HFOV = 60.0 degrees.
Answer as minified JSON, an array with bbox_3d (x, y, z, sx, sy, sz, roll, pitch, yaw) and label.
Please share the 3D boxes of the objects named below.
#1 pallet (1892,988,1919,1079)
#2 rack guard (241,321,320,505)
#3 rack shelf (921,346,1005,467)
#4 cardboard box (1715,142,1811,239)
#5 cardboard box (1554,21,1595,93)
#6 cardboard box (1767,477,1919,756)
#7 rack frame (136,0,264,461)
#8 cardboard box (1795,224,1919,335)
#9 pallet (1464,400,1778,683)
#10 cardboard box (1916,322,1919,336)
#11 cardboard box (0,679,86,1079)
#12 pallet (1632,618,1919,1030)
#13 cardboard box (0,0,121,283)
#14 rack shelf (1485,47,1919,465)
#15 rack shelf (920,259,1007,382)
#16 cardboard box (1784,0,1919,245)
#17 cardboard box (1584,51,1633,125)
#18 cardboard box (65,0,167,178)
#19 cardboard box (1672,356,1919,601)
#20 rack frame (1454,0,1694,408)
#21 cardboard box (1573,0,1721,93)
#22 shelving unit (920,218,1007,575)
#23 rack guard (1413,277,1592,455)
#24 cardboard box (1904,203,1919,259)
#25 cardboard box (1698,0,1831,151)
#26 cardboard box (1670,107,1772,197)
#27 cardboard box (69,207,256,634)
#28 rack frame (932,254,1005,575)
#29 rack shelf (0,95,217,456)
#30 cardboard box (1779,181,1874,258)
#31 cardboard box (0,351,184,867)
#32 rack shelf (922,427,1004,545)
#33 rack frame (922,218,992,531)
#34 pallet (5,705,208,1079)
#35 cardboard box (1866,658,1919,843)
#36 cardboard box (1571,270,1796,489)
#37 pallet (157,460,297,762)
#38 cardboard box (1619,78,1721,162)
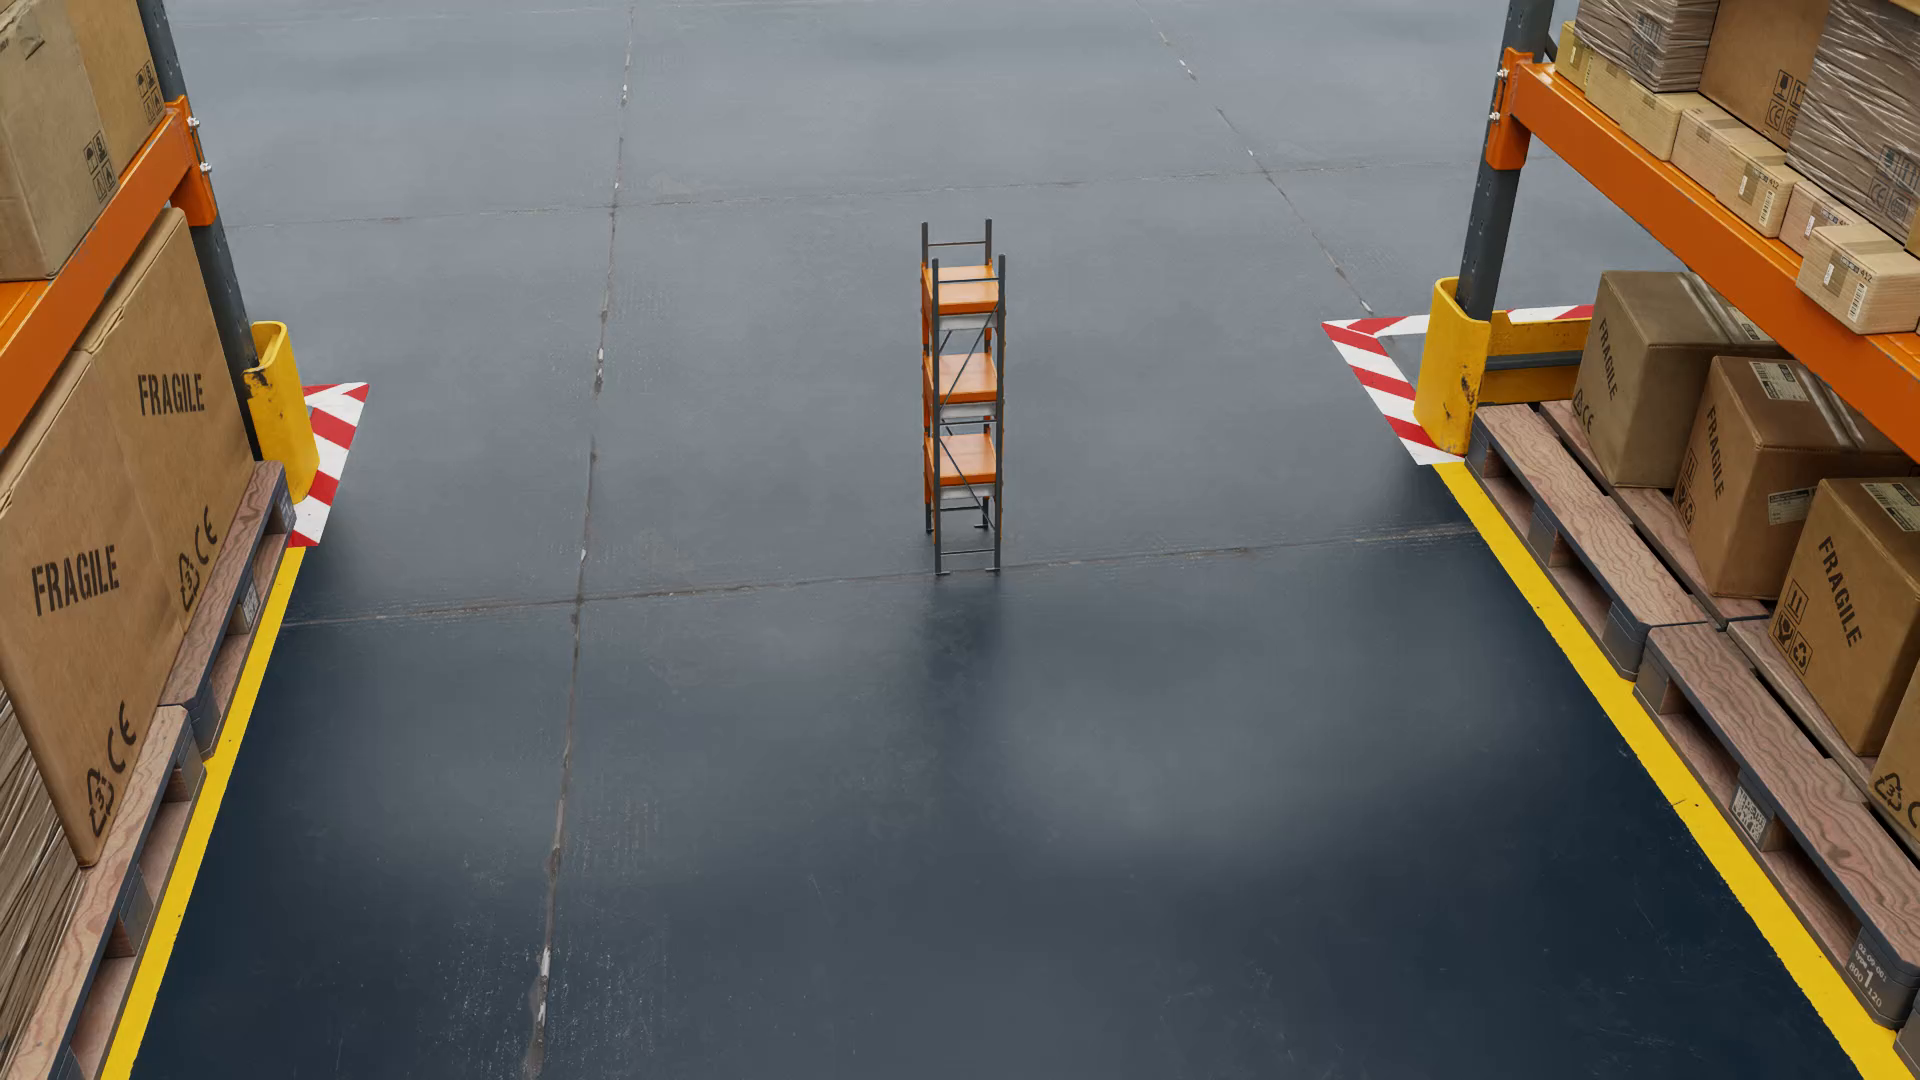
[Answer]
[{"bbox_3d":[2.607,1.304,3.149,1.003,0.211,1.213,-4,35,-6],"label":"pallet"},{"bbox_3d":[-2.738,-0.369,5.348,1.175,0.500,0.348,-4,35,-6],"label":"rack guard"},{"bbox_3d":[0.007,-0.395,4.916,0.215,0.259,0.240,-4,35,-6],"label":"rack shelf"},{"bbox_3d":[2.110,-0.868,4.083,0.380,0.149,0.250,-4,35,-6],"label":"cardboard box"},{"bbox_3d":[1.996,-1.427,4.904,0.380,0.149,0.250,-4,35,-6],"label":"cardboard box"},{"bbox_3d":[2.441,0.183,4.165,0.500,0.500,0.500,-1,34,-2],"label":"cardboard box"},{"bbox_3d":[-2.735,-1.389,4.624,1.000,3.000,0.127,-4,35,-6],"label":"rack frame"},{"bbox_3d":[2.102,-0.583,3.665,0.380,0.149,0.250,-4,35,-6],"label":"cardboard box"},{"bbox_3d":[2.278,-0.057,5.147,1.003,0.211,1.213,-4,35,-6],"label":"pallet"},{"bbox_3d":[2.267,-0.453,3.475,0.380,0.149,0.250,-4,35,-6],"label":"cardboard box"},{"bbox_3d":[-2.337,0.689,3.090,0.875,0.875,0.875,-4,34,-6],"label":"cardboard box"},{"bbox_3d":[2.439,0.622,4.150,1.003,0.211,1.213,-4,35,-6],"label":"pallet"},{"bbox_3d":[-2.544,-0.942,3.835,0.875,0.550,0.550,-4,35,-6],"label":"cardboard box"},{"bbox_3d":[2.463,-0.295,3.658,1.077,0.370,4.000,-4,35,-6],"label":"rack shelf"},{"bbox_3d":[0.007,-0.630,4.757,0.215,0.259,0.240,-4,35,-6],"label":"rack shelf"},{"bbox_3d":[2.451,-1.011,3.717,0.875,0.500,0.500,-4,35,-6],"label":"cardboard box"},{"bbox_3d":[2.011,-1.286,4.697,0.380,0.149,0.250,-4,35,-6],"label":"cardboard box"},{"bbox_3d":[-2.640,-1.247,4.283,0.875,0.550,0.550,-4,35,-6],"label":"cardboard box"},{"bbox_3d":[2.376,-0.168,4.680,0.500,0.500,0.500,4,35,6],"label":"cardboard box"},{"bbox_3d":[2.194,-1.708,5.093,1.000,3.000,0.127,-4,35,-6],"label":"rack frame"},{"bbox_3d":[2.241,-1.563,4.528,0.875,0.500,0.500,-4,35,-6],"label":"cardboard box"},{"bbox_3d":[0.007,-0.404,4.911,0.215,1.050,0.252,-4,35,-6],"label":"shelving unit"},{"bbox_3d":[2.204,-0.633,5.735,1.175,0.500,0.348,-4,35,-6],"label":"rack guard"},{"bbox_3d":[2.507,-0.731,3.307,0.875,0.500,0.500,-4,35,-6],"label":"cardboard box"},{"bbox_3d":[2.427,-1.293,4.132,0.875,0.500,0.500,-4,35,-6],"label":"cardboard box"},{"bbox_3d":[2.084,-1.008,4.288,0.380,0.149,0.250,-4,35,-6],"label":"cardboard box"},{"bbox_3d":[-2.578,-0.311,4.557,0.875,0.875,0.875,-4,34,-6],"label":"cardboard box"},{"bbox_3d":[0.024,-0.336,4.811,0.200,1.050,0.008,-4,35,-6],"label":"rack frame"},{"bbox_3d":[-2.466,0.024,3.189,1.077,0.370,4.000,-4,35,-6],"label":"rack shelf"},{"bbox_3d":[2.171,-0.730,3.881,0.380,0.149,0.250,-4,35,-6],"label":"cardboard box"},{"bbox_3d":[-2.458,0.180,3.836,0.875,0.875,0.875,-5,35,-7],"label":"cardboard box"},{"bbox_3d":[0.007,-0.166,5.073,0.215,0.259,0.240,-4,35,-6],"label":"rack shelf"},{"bbox_3d":[-0.009,-0.472,5.010,0.200,1.050,0.008,-4,35,-6],"label":"rack frame"},{"bbox_3d":[-2.389,0.883,3.767,1.003,0.211,1.213,-4,35,-6],"label":"pallet"},{"bbox_3d":[2.472,0.498,3.703,0.500,0.500,0.500,-7,35,-11],"label":"cardboard box"},{"bbox_3d":[2.261,-0.499,5.165,0.500,0.500,0.500,2,34,2],"label":"cardboard box"},{"bbox_3d":[-2.550,0.204,4.764,1.003,0.211,1.213,-4,35,-6],"label":"pallet"},{"bbox_3d":[2.029,-1.146,4.491,0.380,0.149,0.250,-4,35,-6],"label":"cardboard box"}]
